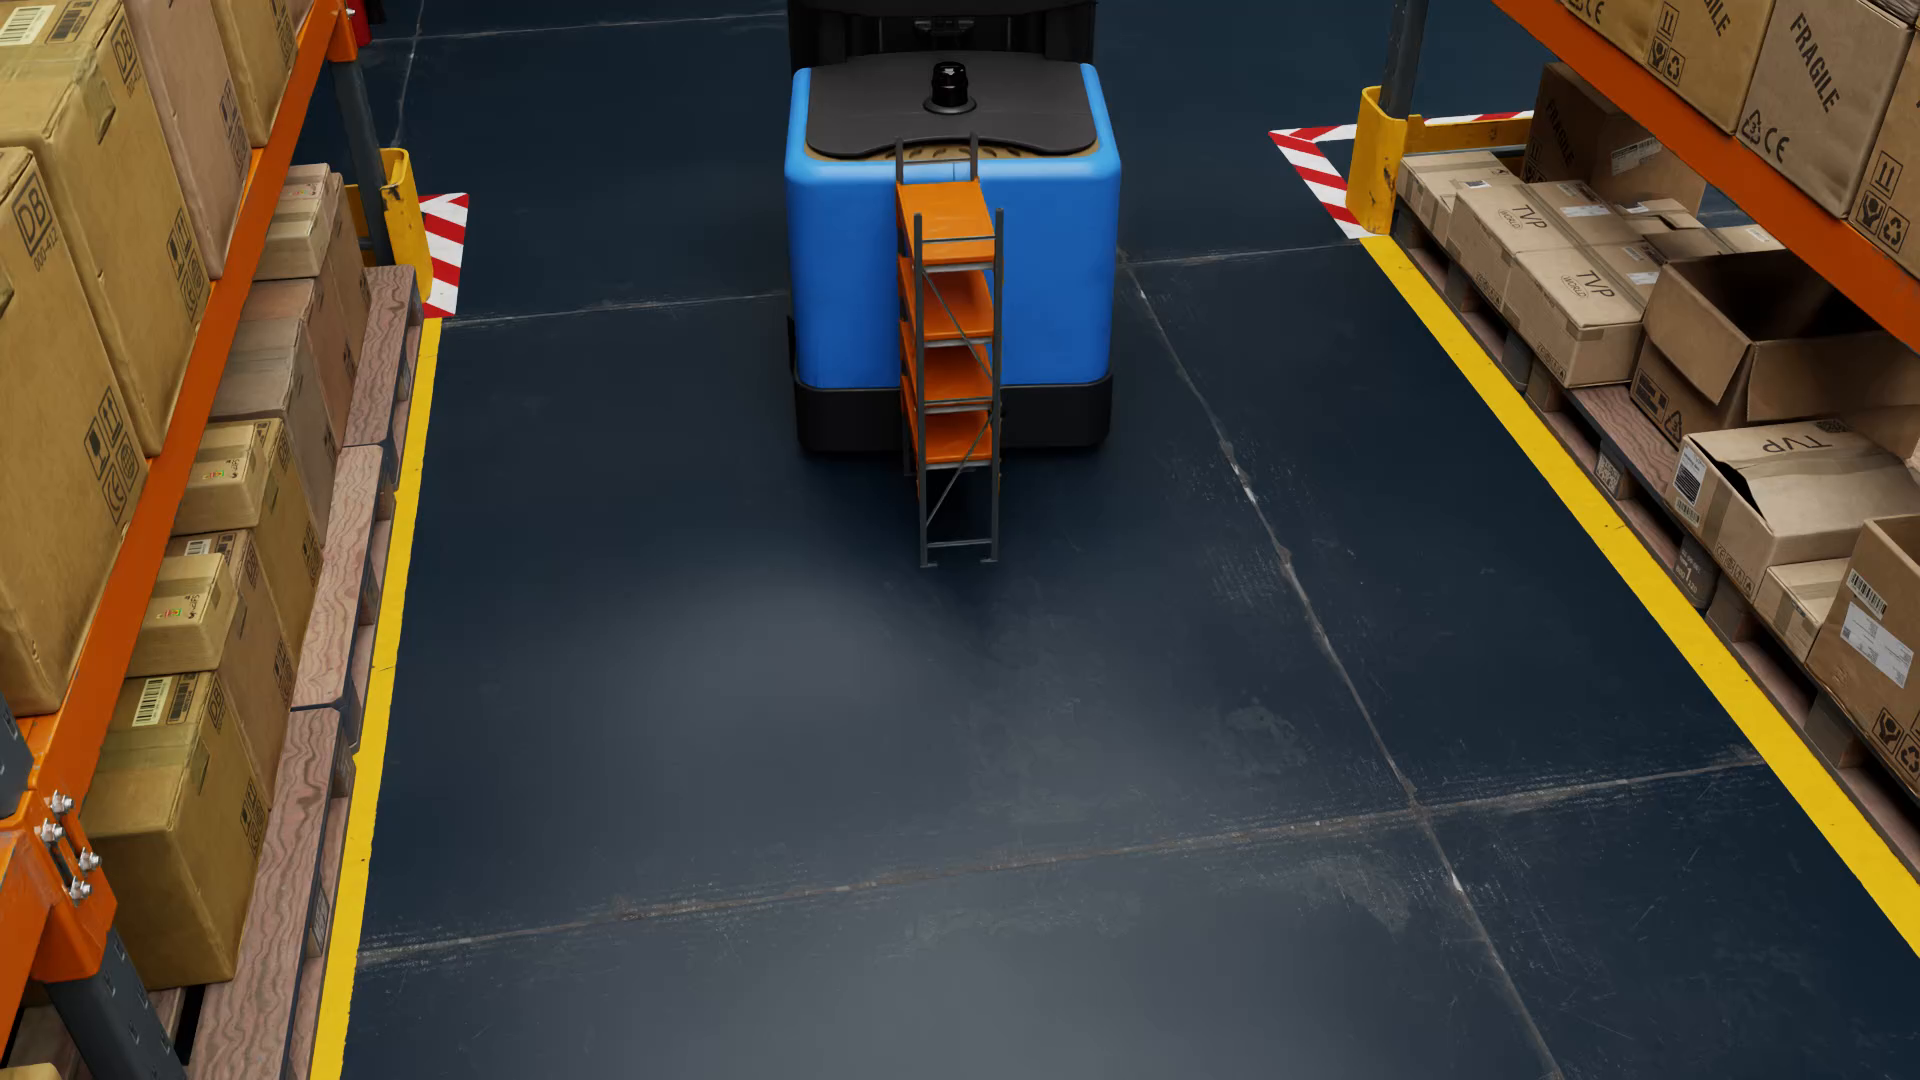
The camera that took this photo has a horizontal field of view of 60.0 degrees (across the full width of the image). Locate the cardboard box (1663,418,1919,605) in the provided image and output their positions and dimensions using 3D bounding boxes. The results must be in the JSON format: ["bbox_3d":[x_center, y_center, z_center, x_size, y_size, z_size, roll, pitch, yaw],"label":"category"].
[{"bbox_3d":[2.414,-0.114,4.785,0.500,0.311,0.500,-6,38,-8],"label":"cardboard box"}]

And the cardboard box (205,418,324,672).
[{"bbox_3d":[-2.154,0.044,4.443,0.700,0.500,0.500,-5,38,-7],"label":"cardboard box"}]

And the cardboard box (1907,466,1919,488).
[{"bbox_3d":[2.903,-0.089,4.870,0.380,0.166,0.250,-6,38,-8],"label":"cardboard box"}]

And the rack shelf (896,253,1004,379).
[{"bbox_3d":[-0.035,-0.671,4.881,0.258,0.148,0.480,-5,38,-6],"label":"rack shelf"}]

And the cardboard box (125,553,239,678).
[{"bbox_3d":[-1.862,0.175,3.746,0.380,0.149,0.250,-5,38,-6],"label":"cardboard box"}]

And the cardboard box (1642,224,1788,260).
[{"bbox_3d":[2.698,-0.860,5.795,0.500,0.250,0.500,-6,38,-8],"label":"cardboard box"}]

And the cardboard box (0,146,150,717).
[{"bbox_3d":[-2.030,-0.148,2.751,0.980,0.700,0.700,-6,38,-7],"label":"cardboard box"}]

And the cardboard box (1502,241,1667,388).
[{"bbox_3d":[2.215,-0.776,5.687,0.500,0.250,0.500,-6,38,-8],"label":"cardboard box"}]

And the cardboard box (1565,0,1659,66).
[{"bbox_3d":[2.223,-1.780,5.015,0.500,0.500,0.500,-6,38,-8],"label":"cardboard box"}]

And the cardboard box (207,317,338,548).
[{"bbox_3d":[-2.255,-0.277,4.857,0.700,0.500,0.500,-7,38,-9],"label":"cardboard box"}]

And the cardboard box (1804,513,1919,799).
[{"bbox_3d":[2.546,0.264,4.144,0.500,0.500,0.500,-6,38,-8],"label":"cardboard box"}]

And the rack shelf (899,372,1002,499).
[{"bbox_3d":[-0.035,-0.337,5.140,0.258,0.148,0.480,-5,38,-6],"label":"rack shelf"}]

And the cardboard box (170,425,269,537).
[{"bbox_3d":[-1.954,-0.140,4.151,0.380,0.149,0.250,-7,38,-9],"label":"cardboard box"}]

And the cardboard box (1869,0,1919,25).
[{"bbox_3d":[2.401,-1.561,3.918,0.500,0.500,0.500,-6,38,-8],"label":"cardboard box"}]

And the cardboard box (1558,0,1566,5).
[{"bbox_3d":[2.137,-2.084,5.405,0.500,0.500,0.500,-7,38,-8],"label":"cardboard box"}]

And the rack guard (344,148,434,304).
[{"bbox_3d":[-2.657,-1.144,6.315,1.175,0.500,0.348,-6,38,-8],"label":"rack guard"}]

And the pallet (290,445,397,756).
[{"bbox_3d":[-2.225,0.195,4.827,1.003,0.211,1.213,-6,38,-8],"label":"pallet"}]

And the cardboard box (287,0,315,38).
[{"bbox_3d":[-2.553,-1.928,5.042,0.980,0.700,0.700,-5,38,-6],"label":"cardboard box"}]

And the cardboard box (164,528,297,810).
[{"bbox_3d":[-2.066,0.354,4.044,0.700,0.500,0.500,-7,38,-8],"label":"cardboard box"}]

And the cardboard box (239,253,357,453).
[{"bbox_3d":[-2.344,-0.581,5.248,0.700,0.500,0.500,-6,38,-8],"label":"cardboard box"}]

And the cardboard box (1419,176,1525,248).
[{"bbox_3d":[2.003,-1.266,6.385,0.380,0.166,0.250,-6,38,-8],"label":"cardboard box"}]

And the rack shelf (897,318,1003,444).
[{"bbox_3d":[-0.035,-0.494,5.018,0.258,0.148,0.480,-5,38,-6],"label":"rack shelf"}]

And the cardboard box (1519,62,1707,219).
[{"bbox_3d":[2.561,-1.536,6.461,0.500,0.500,0.500,-6,38,-8],"label":"cardboard box"}]

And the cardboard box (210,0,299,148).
[{"bbox_3d":[-2.415,-1.490,4.478,0.980,0.700,0.700,-7,38,-8],"label":"cardboard box"}]

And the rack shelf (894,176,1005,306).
[{"bbox_3d":[-0.035,-0.858,4.735,0.258,0.148,0.480,-5,38,-6],"label":"rack shelf"}]

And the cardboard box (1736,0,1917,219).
[{"bbox_3d":[2.401,-1.171,4.230,0.500,0.500,0.500,-5,38,-7],"label":"cardboard box"}]

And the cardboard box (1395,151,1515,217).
[{"bbox_3d":[1.959,-1.410,6.585,0.380,0.149,0.250,-6,38,-8],"label":"cardboard box"}]

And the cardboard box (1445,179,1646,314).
[{"bbox_3d":[2.127,-1.078,6.076,0.500,0.250,0.500,-6,38,-8],"label":"cardboard box"}]

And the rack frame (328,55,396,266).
[{"bbox_3d":[-2.653,-2.116,5.529,1.000,3.000,0.127,-6,38,-8],"label":"rack frame"}]

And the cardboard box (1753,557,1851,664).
[{"bbox_3d":[2.421,0.183,4.535,0.380,0.149,0.250,-6,38,-8],"label":"cardboard box"}]

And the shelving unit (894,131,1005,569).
[{"bbox_3d":[-0.035,-0.547,4.977,0.258,1.200,0.503,-5,38,-6],"label":"shelving unit"}]

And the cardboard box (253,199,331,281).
[{"bbox_3d":[-2.184,-0.927,5.165,0.380,0.149,0.250,-5,38,-7],"label":"cardboard box"}]

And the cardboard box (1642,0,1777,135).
[{"bbox_3d":[2.309,-1.478,4.626,0.500,0.500,0.500,-6,38,-7],"label":"cardboard box"}]

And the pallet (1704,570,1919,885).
[{"bbox_3d":[2.805,0.451,4.498,1.003,0.211,1.213,-6,38,-8],"label":"pallet"}]

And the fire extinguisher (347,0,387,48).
[{"bbox_3d":[-2.225,-2.079,5.849,0.296,0.674,0.183,-6,38,-8],"label":"fire extinguisher"}]

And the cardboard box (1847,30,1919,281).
[{"bbox_3d":[2.493,-0.861,3.831,0.500,0.500,0.500,-5,38,-7],"label":"cardboard box"}]

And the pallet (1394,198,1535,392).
[{"bbox_3d":[2.378,-1.023,6.395,1.003,0.211,1.213,-6,38,-8],"label":"pallet"}]

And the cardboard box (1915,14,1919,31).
[{"bbox_3d":[2.489,-1.257,3.526,0.500,0.500,0.500,-7,38,-9],"label":"cardboard box"}]

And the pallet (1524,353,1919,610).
[{"bbox_3d":[2.588,-0.288,5.448,1.003,0.211,1.213,-6,38,-8],"label":"pallet"}]

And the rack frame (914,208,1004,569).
[{"bbox_3d":[-0.003,-0.399,4.786,0.240,1.200,0.015,-5,38,-6],"label":"rack frame"}]

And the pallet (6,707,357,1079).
[{"bbox_3d":[-2.008,0.933,3.877,1.003,0.211,1.213,-6,38,-8],"label":"pallet"}]

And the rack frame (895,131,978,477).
[{"bbox_3d":[-0.068,-0.696,5.168,0.240,1.200,0.015,-5,38,-6],"label":"rack frame"}]

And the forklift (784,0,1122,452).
[{"bbox_3d":[-0.076,-2.330,5.860,1.130,2.935,3.031,-1,38,-2],"label":"forklift"}]

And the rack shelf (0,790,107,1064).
[{"bbox_3d":[-1.601,1.792,1.085,1.077,0.370,4.000,-6,38,-8],"label":"rack shelf"}]

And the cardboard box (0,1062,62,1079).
[{"bbox_3d":[-1.709,1.361,2.463,0.750,0.750,0.750,-6,38,-7],"label":"cardboard box"}]

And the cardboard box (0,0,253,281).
[{"bbox_3d":[-2.290,-1.028,3.884,0.980,0.700,0.700,-8,39,-10],"label":"cardboard box"}]

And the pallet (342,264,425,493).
[{"bbox_3d":[-2.435,-0.541,5.774,1.003,0.211,1.213,-6,38,-8],"label":"pallet"}]

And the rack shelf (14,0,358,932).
[{"bbox_3d":[-2.302,-0.624,4.195,1.077,0.370,4.000,-6,38,-8],"label":"rack shelf"}]

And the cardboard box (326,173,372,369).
[{"bbox_3d":[-2.431,-0.883,5.637,0.700,0.500,0.500,-6,38,-8],"label":"cardboard box"}]

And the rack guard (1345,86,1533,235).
[{"bbox_3d":[2.237,-1.618,6.926,1.175,0.500,0.348,-6,38,-8],"label":"rack guard"}]

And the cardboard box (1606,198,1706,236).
[{"bbox_3d":[2.544,-1.150,6.236,0.380,0.166,0.250,-6,38,-8],"label":"cardboard box"}]

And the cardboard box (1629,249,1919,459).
[{"bbox_3d":[2.590,-0.558,5.199,0.797,0.503,0.637,-6,38,-8],"label":"cardboard box"}]

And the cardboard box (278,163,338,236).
[{"bbox_3d":[-2.230,-1.081,5.363,0.380,0.149,0.250,-7,38,-8],"label":"cardboard box"}]

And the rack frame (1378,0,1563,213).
[{"bbox_3d":[2.224,-2.652,6.218,1.000,3.000,0.127,-6,38,-8],"label":"rack frame"}]

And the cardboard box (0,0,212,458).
[{"bbox_3d":[-2.153,-0.590,3.320,0.980,0.700,0.700,-7,38,-9],"label":"cardboard box"}]

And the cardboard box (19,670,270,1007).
[{"bbox_3d":[-1.982,0.658,3.653,0.700,0.500,0.500,-6,38,-7],"label":"cardboard box"}]
